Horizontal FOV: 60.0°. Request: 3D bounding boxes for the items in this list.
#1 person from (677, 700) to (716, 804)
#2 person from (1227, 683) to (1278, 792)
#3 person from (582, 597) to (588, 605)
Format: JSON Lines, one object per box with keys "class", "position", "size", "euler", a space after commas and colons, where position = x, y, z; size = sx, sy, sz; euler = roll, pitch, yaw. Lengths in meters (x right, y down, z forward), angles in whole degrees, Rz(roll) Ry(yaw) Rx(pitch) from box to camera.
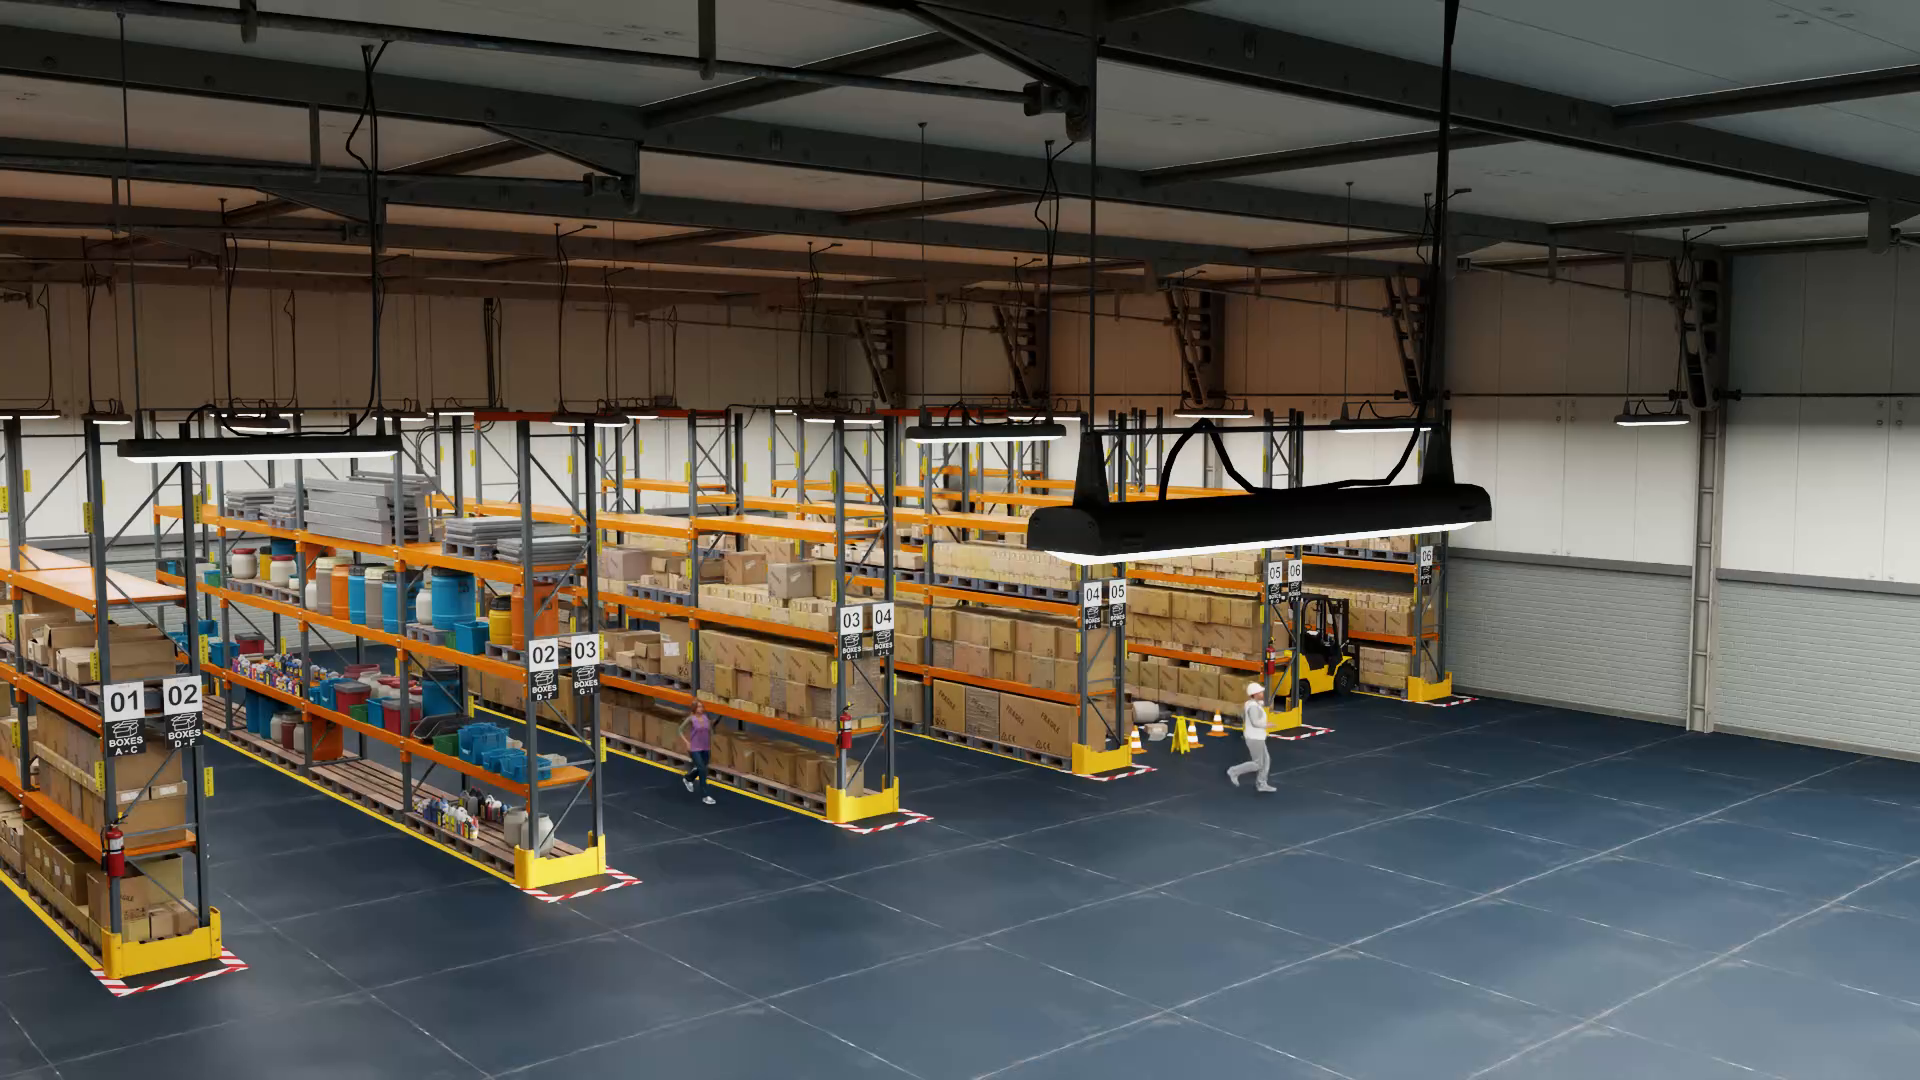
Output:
{"class": "person", "position": [-4.071, 3.259, 25.812], "size": [0.877, 1.576, 0.543], "euler": [5, 7, 43]}
{"class": "person", "position": [4.650, 3.134, 26.447], "size": [0.786, 1.745, 0.662], "euler": [1, 5, 7]}
{"class": "person", "position": [-8.569, 2.150, 37.871], "size": [0.607, 1.740, 0.741], "euler": [-3, 6, -34]}
